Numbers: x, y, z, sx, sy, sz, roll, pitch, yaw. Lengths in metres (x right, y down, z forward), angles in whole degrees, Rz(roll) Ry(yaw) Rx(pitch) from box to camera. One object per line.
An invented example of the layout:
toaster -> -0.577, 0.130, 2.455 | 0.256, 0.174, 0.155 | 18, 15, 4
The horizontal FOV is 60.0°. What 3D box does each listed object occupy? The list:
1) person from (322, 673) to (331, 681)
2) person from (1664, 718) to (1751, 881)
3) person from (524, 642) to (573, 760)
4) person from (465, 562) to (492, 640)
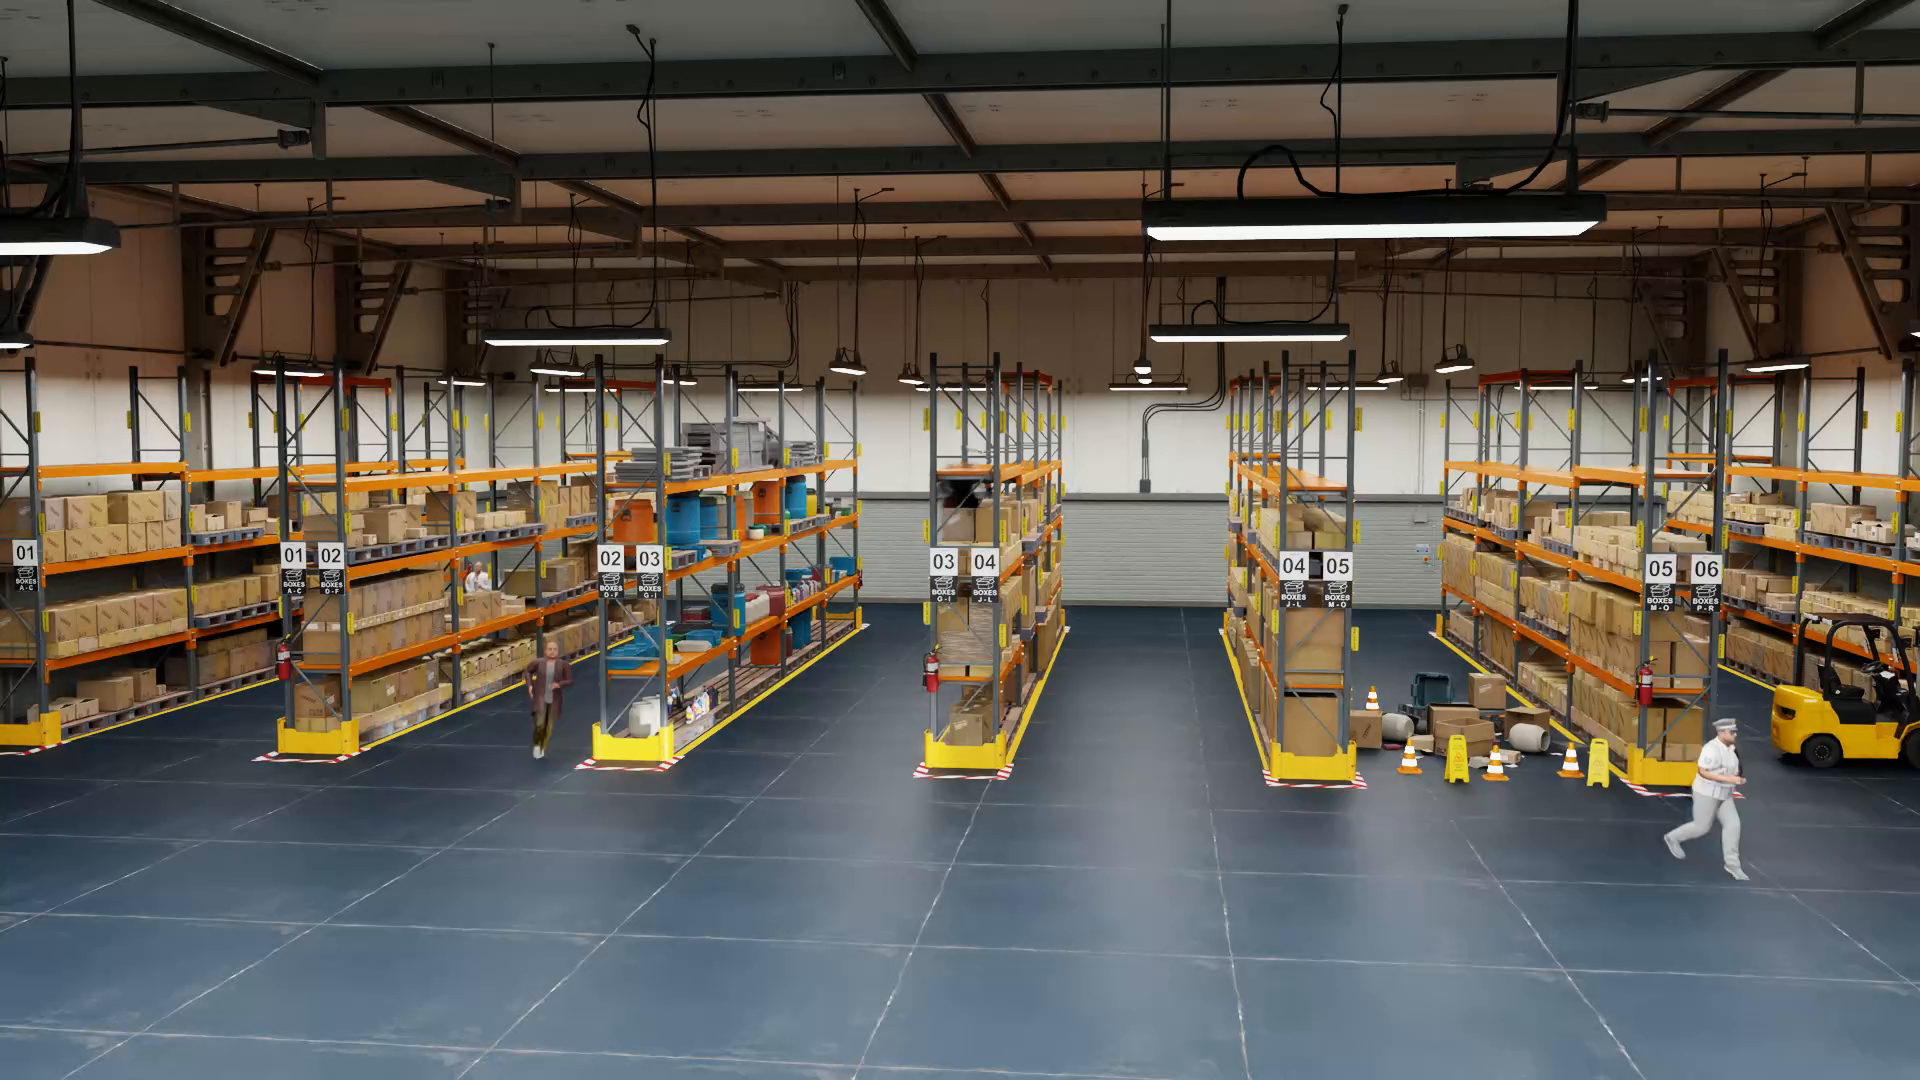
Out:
person -> -10.949, 2.181, 29.059 | 0.522, 1.554, 0.598 | 0, 4, -5
person -> 8.347, 2.840, 18.518 | 0.695, 1.789, 0.997 | -3, 5, -36
person -> -6.097, 2.385, 24.686 | 0.681, 1.752, 0.692 | -1, 4, -20
person -> -11.148, 1.411, 38.401 | 0.685, 1.811, 0.750 | 0, 4, -1
